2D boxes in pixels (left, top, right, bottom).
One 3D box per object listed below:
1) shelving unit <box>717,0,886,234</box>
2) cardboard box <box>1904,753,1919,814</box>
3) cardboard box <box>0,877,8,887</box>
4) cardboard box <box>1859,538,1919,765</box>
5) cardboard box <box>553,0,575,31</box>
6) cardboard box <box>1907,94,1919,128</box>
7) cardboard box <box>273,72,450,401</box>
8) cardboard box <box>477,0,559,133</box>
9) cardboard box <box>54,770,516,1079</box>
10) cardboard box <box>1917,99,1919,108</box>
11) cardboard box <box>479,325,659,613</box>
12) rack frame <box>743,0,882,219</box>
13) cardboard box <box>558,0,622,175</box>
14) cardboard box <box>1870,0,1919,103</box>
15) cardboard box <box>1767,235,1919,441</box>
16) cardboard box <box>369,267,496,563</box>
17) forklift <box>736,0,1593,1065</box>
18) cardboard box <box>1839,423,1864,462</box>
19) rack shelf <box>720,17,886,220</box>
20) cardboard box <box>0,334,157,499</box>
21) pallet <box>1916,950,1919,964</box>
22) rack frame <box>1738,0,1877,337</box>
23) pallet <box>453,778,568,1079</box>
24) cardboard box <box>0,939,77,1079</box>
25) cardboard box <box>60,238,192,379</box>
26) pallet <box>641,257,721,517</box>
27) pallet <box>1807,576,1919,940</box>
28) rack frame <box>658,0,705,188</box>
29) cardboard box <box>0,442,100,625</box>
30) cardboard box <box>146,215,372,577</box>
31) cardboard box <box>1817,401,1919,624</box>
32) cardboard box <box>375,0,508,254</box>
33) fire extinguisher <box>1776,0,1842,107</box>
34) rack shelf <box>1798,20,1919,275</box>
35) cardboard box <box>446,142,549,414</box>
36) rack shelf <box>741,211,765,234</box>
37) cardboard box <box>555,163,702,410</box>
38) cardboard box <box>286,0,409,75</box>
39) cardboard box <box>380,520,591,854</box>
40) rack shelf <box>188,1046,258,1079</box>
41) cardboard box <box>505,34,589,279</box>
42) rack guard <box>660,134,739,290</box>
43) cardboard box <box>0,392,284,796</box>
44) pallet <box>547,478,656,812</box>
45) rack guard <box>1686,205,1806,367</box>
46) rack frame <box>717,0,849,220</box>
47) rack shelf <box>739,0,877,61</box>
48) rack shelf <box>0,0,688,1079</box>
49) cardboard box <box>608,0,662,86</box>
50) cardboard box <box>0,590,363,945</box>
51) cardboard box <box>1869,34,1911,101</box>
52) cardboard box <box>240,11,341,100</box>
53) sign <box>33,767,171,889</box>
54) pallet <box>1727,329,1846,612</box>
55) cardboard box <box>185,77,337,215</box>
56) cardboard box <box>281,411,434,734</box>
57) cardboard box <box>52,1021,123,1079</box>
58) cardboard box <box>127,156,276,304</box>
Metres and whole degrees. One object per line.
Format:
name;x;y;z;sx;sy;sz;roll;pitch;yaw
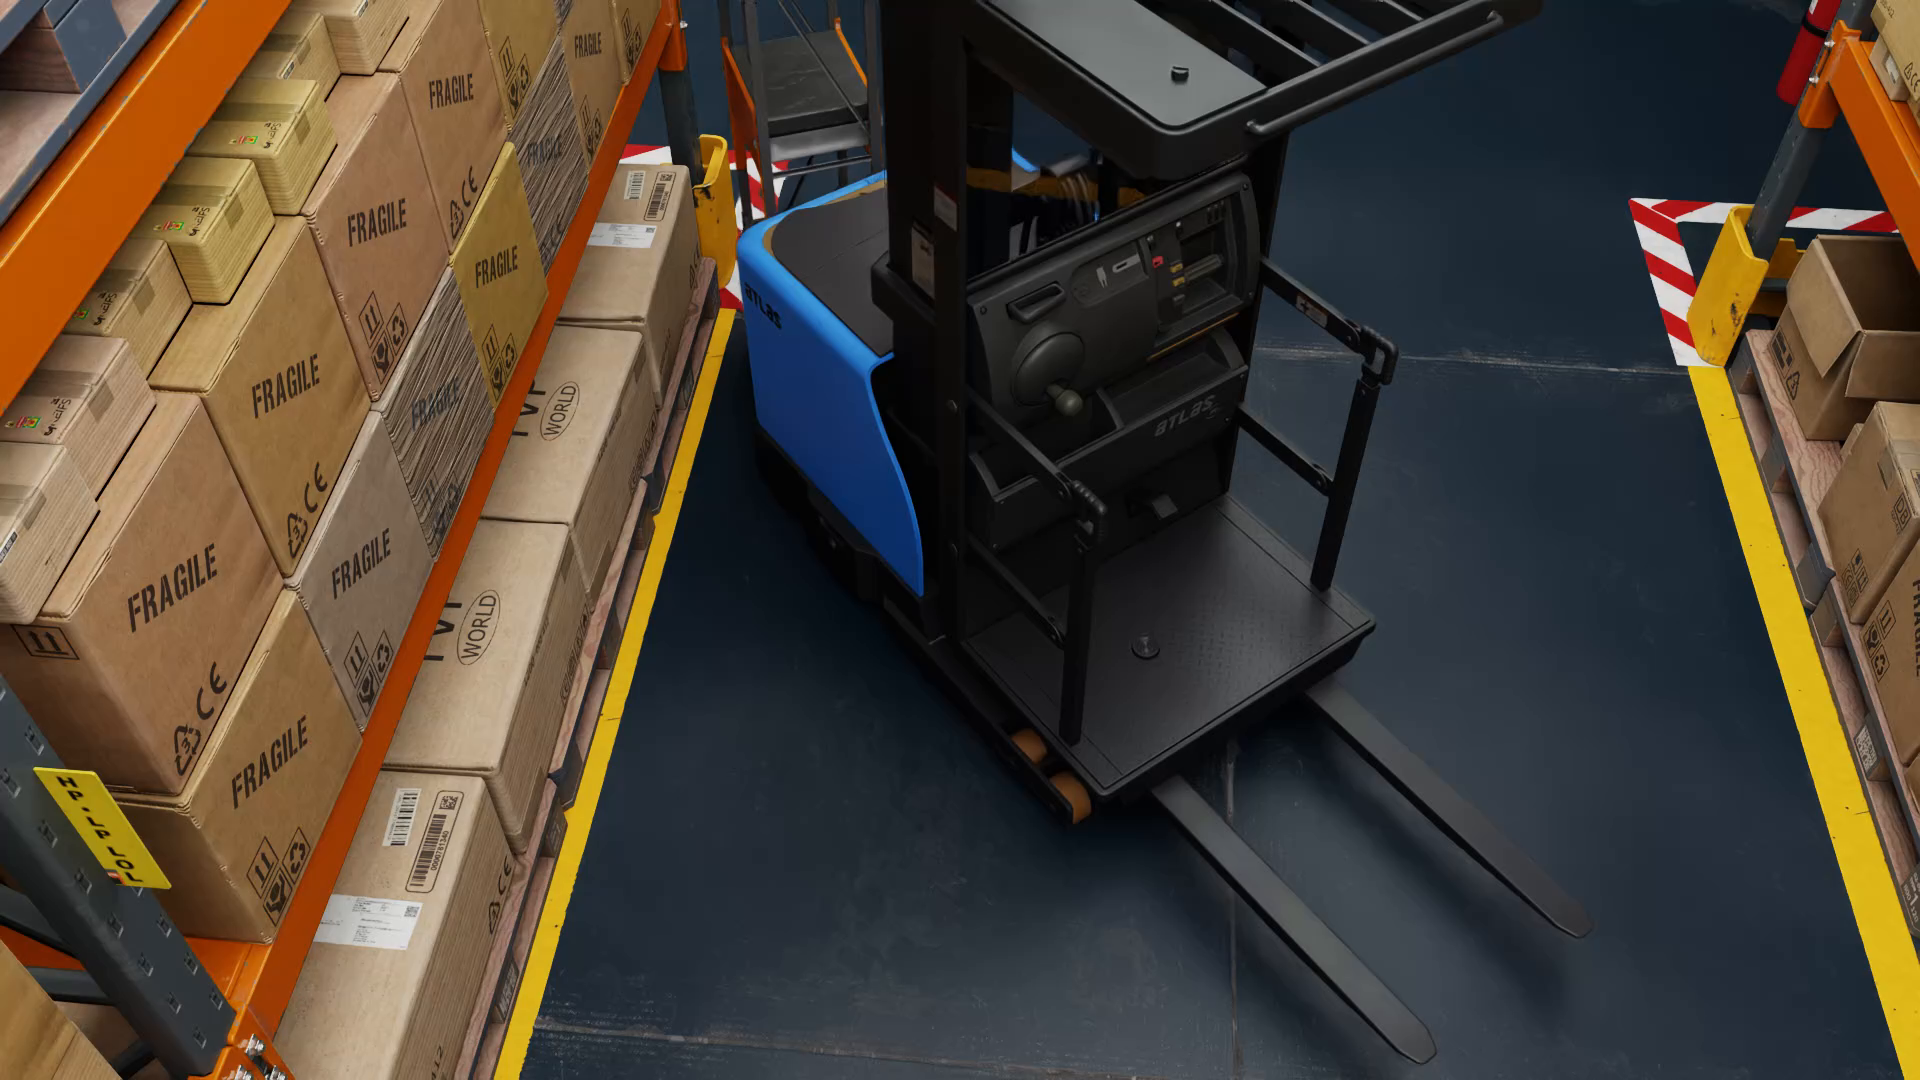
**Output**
shelving unit;-0.525;-1.383;5.588;0.431;2.100;0.503;-14;48;-12
cardboard box;3.079;0.710;4.477;0.700;0.500;0.500;2;48;2
cardboard box;-2.079;0.393;3.290;0.500;0.500;0.500;4;48;4
cardboard box;3.026;0.329;4.826;0.500;0.500;0.500;5;48;4
cardboard box;-1.328;-1.769;4.590;0.500;0.500;0.500;4;48;4
cardboard box;3.160;-1.326;5.100;0.380;0.149;0.250;5;48;4
cardboard box;-1.472;-0.666;3.581;0.500;0.500;0.500;5;48;4
cardboard box;-1.376;-1.406;4.258;0.500;0.500;0.500;4;48;3
cardboard box;-1.703;1.054;4.205;0.875;0.438;0.875;3;48;3
cardboard box;3.085;-1.187;4.703;0.500;0.250;0.500;4;48;4
cardboard box;-1.538;-0.267;5.413;0.875;0.438;0.875;5;48;5
rack frame;-0.449;-1.214;5.429;0.400;2.100;0.015;-14;48;-12
cardboard box;-1.344;-1.448;4.974;0.500;0.500;0.500;3;48;3
cardboard box;3.131;-1.558;5.042;0.500;0.250;0.500;4;48;4
cardboard box;3.291;-0.680;5.746;0.797;0.503;0.637;2;48;2
cardboard box;-1.462;-0.311;3.934;0.500;0.500;0.500;4;48;4
forklift;0.555;-0.552;4.269;1.130;2.935;3.031;-28;53;-23
cardboard box;3.213;-0.250;5.594;0.380;0.149;0.250;2;48;2
rack shelf;-0.525;-1.374;5.598;0.431;0.518;0.480;-14;48;-12
cardboard box;-1.573;-0.209;2.724;0.380;0.149;0.250;5;48;4
pallet;3.140;1.552;4.187;1.003;0.211;1.213;4;48;4
rack frame;3.441;-1.823;5.385;1.000;3.000;0.127;4;48;4
pallet;-1.720;1.172;4.535;1.003;0.211;1.213;4;48;4
cardboard box;-1.658;0.759;2.278;0.500;0.500;0.500;5;48;5
cardboard box;-1.591;-0.400;2.898;0.380;0.149;0.250;3;48;3
pallet;-1.498;-0.621;6.175;1.003;0.211;1.213;4;48;4
pallet;3.248;0.654;5.009;1.003;0.211;1.213;4;48;4
rack frame;-1.503;-2.154;5.688;1.000;3.000;0.127;4;48;4
cardboard box;-1.580;-0.020;2.550;0.380;0.149;0.250;3;48;3
cardboard box;-1.530;-0.291;3.238;0.500;0.500;0.500;3;48;3
cardboard box;3.174;-0.053;5.175;0.700;0.500;0.500;6;48;5
cardboard box;-1.424;-1.037;3.920;0.500;0.500;0.500;4;48;3
fire extinguisher;2.994;-1.811;5.678;0.296;0.674;0.183;4;48;4
rack shelf;3.258;-0.111;4.306;1.077;0.370;4.000;4;48;4
cardboard box;-1.415;-0.689;4.280;0.500;0.500;0.500;5;48;5
rack shelf;-0.523;-0.895;6.109;0.431;0.518;0.480;-14;48;-12
cardboard box;-1.463;-0.940;6.029;0.875;0.438;0.875;2;48;2
cardboard box;-1.422;-1.138;3.573;0.380;0.149;0.250;4;48;4
cardboard box;-1.622;0.396;4.807;0.875;0.438;0.875;3;48;2
rack shelf;-2.049;2.497;1.921;1.077;0.370;4.000;4;48;4
cardboard box;-1.381;-1.070;4.628;0.500;0.500;0.500;5;48;5
rack guard;-1.500;-1.329;6.626;1.175;0.500;0.348;4;48;4
cardboard box;-1.583;0.080;2.899;0.500;0.500;0.500;4;48;4
pallet;-1.611;0.274;5.357;1.003;0.211;1.213;4;48;4
rack guard;3.434;-0.924;6.256;1.175;0.500;0.348;4;48;4
rack frame;-0.601;-1.552;5.746;0.400;2.100;0.015;-14;48;-12
rack shelf;-0.528;-1.852;5.087;0.431;0.518;0.480;-14;48;-12
rack shelf;-1.685;-0.442;4.609;1.077;0.370;4.000;4;48;4
cardboard box;-1.283;-1.816;5.310;0.500;0.500;0.500;4;48;4
cardboard box;-1.564;0.424;3.262;0.500;0.500;0.500;5;48;5
cardboard box;3.138;-1.516;5.274;0.380;0.149;0.250;4;48;3
cardboard box;-1.513;-0.962;3.412;0.380;0.149;0.250;4;48;3
sign;-1.326;0.450;2.575;0.100;0.325;0.005;4;48;4
pallet;3.362;-0.240;5.827;1.003;0.211;1.213;4;48;4
cardboard box;-1.455;-0.772;3.238;0.380;0.149;0.250;3;48;2
cardboard box;-1.514;0.054;3.600;0.500;0.500;0.500;4;48;4
cardboard box;-1.665;1.007;2.559;0.500;0.250;0.500;4;48;3
cardboard box;-1.508;-0.578;3.061;0.380;0.149;0.250;4;48;3
